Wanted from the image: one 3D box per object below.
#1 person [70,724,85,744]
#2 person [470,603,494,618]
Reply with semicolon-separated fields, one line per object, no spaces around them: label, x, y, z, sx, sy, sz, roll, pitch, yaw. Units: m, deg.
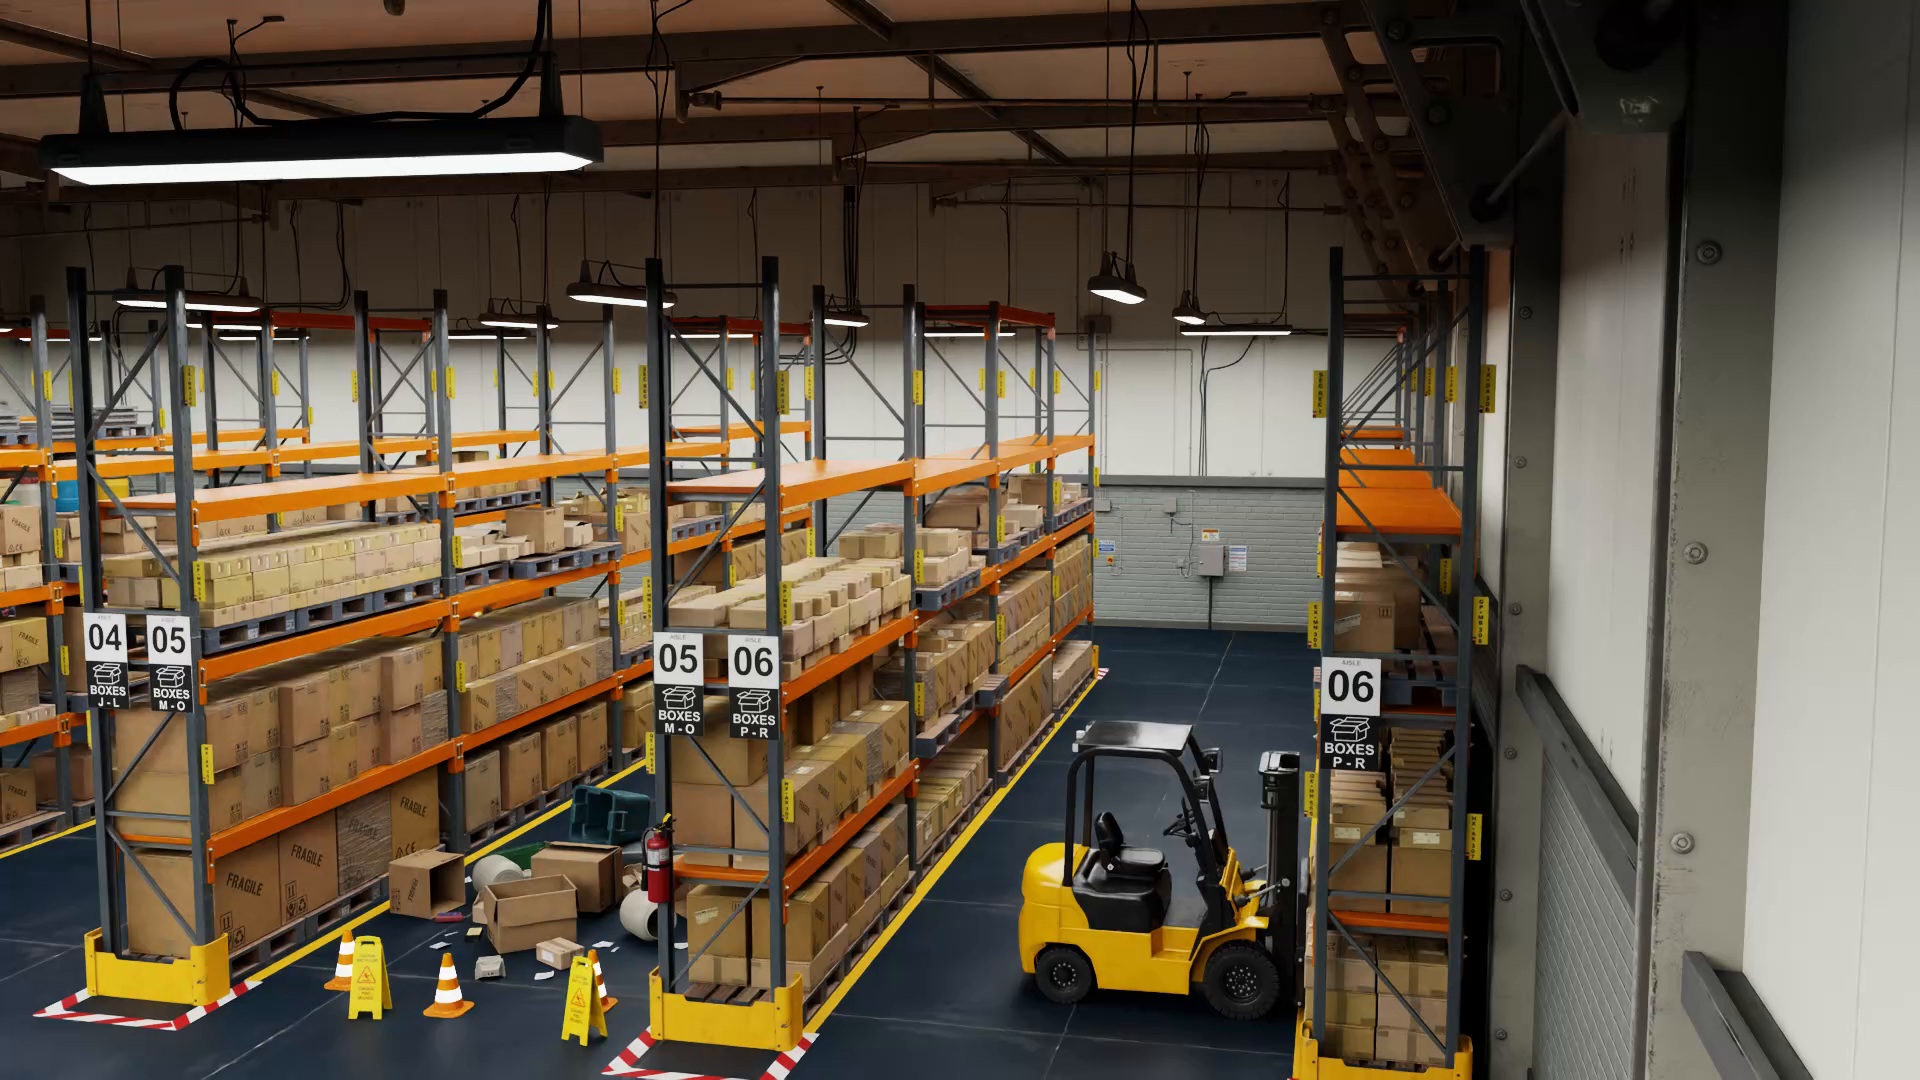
person;-11.485;2.252;21.263;0.401;1.510;0.945;1;6;6
person;-7.369;1.698;25.828;0.551;1.713;1.093;1;6;10
